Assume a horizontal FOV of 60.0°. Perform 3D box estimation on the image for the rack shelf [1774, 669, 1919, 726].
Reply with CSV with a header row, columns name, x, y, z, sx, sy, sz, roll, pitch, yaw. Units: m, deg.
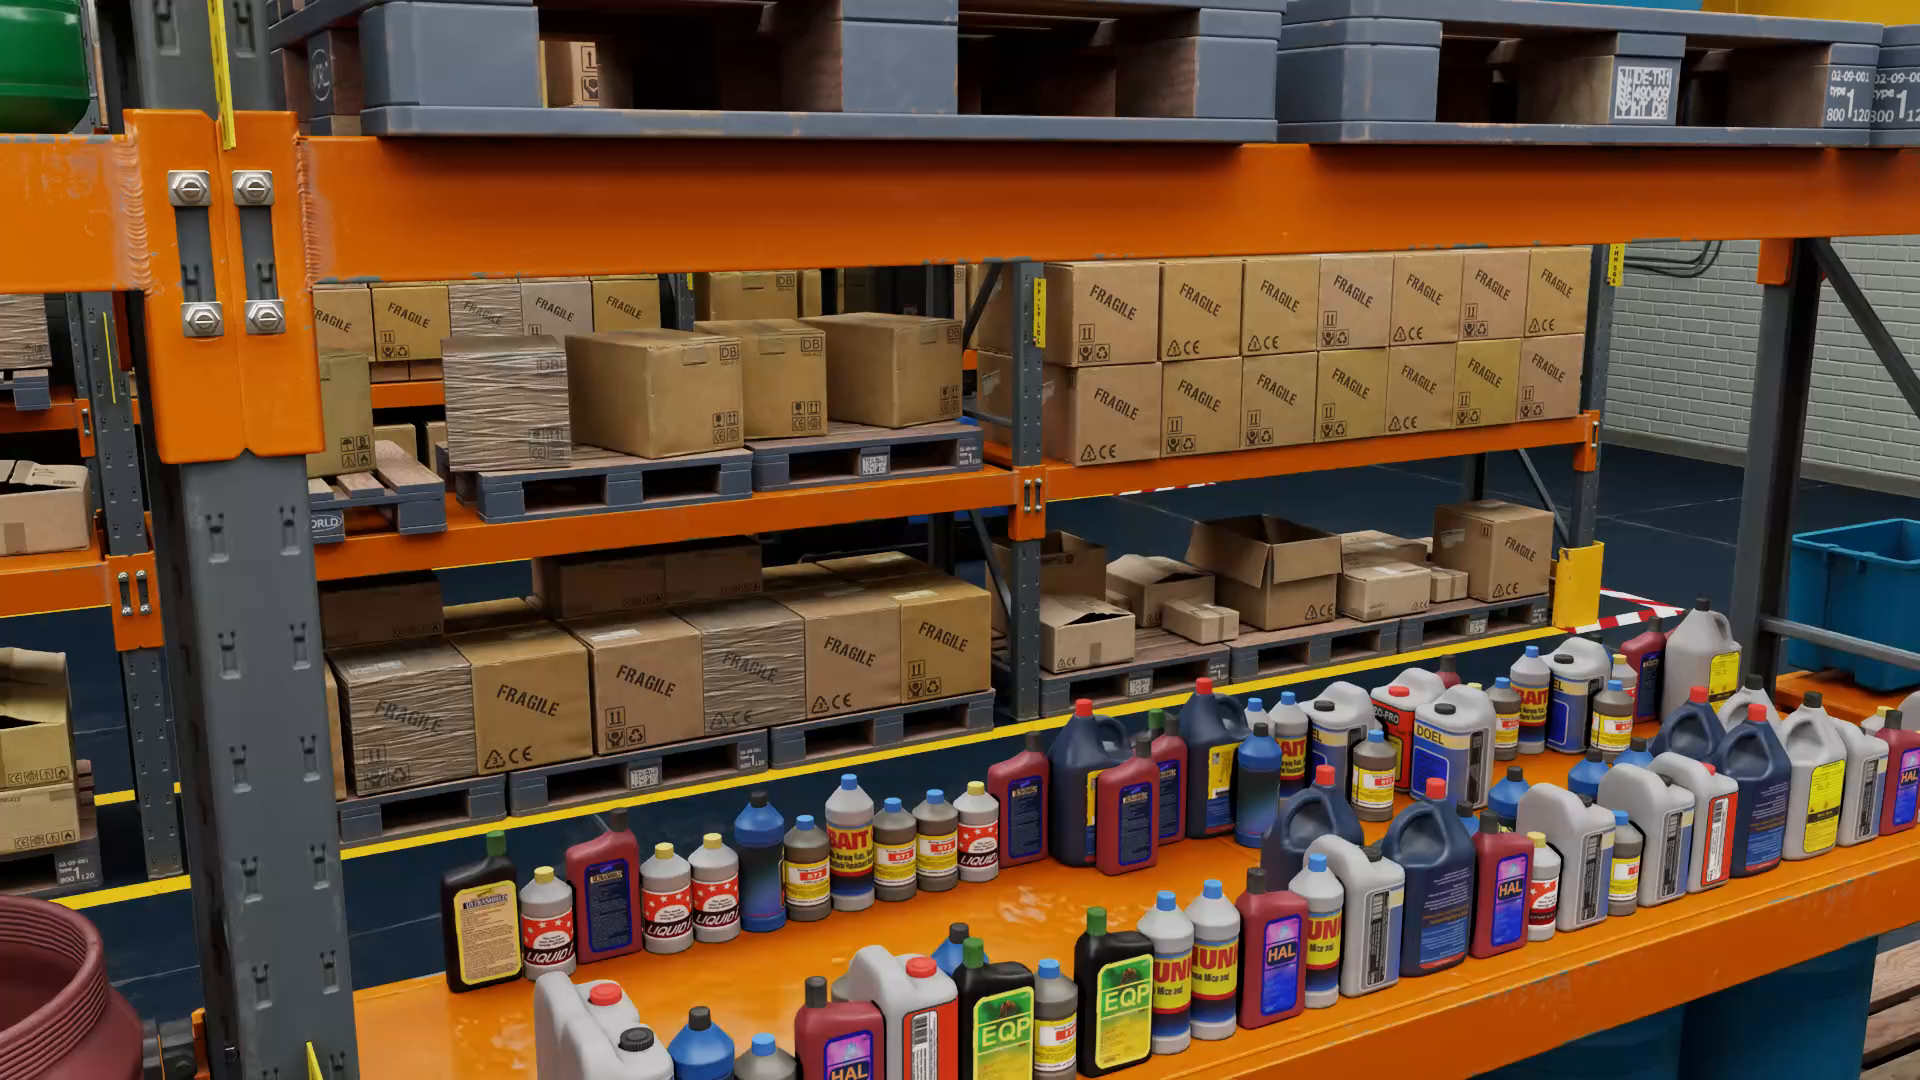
name,x,y,z,sx,sy,sz,roll,pitch,yaw
rack shelf,4.239,0.463,5.357,4.000,0.370,1.077,-7,14,-28

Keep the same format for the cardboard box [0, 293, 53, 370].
name,x,y,z,sx,sy,sz,roll,pitch,yaw
cardboard box,-6.182,-1.378,10.669,0.500,0.500,0.700,-9,15,-34

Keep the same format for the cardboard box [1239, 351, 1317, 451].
name,x,y,z,sx,sy,sz,roll,pitch,yaw
cardboard box,1.579,-0.789,9.055,0.500,0.500,0.500,-7,14,-28

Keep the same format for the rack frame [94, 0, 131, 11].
name,x,y,z,sx,sy,sz,roll,pitch,yaw
rack frame,-1.028,-2.183,1.815,0.127,3.000,1.000,-7,14,-28

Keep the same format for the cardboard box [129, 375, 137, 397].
name,x,y,z,sx,sy,sz,roll,pitch,yaw
cardboard box,-5.375,-1.043,10.938,0.250,0.149,0.380,-7,14,-29

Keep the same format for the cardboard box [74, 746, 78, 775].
name,x,y,z,sx,sy,sz,roll,pitch,yaw
cardboard box,-3.998,0.924,6.979,0.500,0.250,0.500,-7,14,-28

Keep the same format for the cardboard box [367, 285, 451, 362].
name,x,y,z,sx,sy,sz,roll,pitch,yaw
cardboard box,-3.872,-1.533,11.637,0.500,0.500,0.500,-6,14,-26

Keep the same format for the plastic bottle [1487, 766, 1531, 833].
name,x,y,z,sx,sy,sz,roll,pitch,yaw
plastic bottle,1.131,0.597,3.417,0.097,0.271,0.097,0,13,0

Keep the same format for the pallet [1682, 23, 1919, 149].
name,x,y,z,sx,sy,sz,roll,pitch,yaw
pallet,1.842,-0.947,3.585,1.003,0.211,1.213,-7,14,-28

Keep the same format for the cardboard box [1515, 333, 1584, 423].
name,x,y,z,sx,sy,sz,roll,pitch,yaw
cardboard box,3.361,-1.002,10.003,0.500,0.500,0.500,-6,14,-26

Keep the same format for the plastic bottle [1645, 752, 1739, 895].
name,x,y,z,sx,sy,sz,roll,pitch,yaw
plastic bottle,1.529,0.578,3.489,0.135,0.276,0.152,-7,14,-28

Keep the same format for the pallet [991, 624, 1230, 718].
name,x,y,z,sx,sy,sz,roll,pitch,yaw
pallet,0.716,0.656,9.213,1.213,0.211,1.003,-7,14,-28

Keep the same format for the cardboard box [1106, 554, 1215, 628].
name,x,y,z,sx,sy,sz,roll,pitch,yaw
cardboard box,1.136,0.271,9.693,0.500,0.311,0.500,-7,14,-28

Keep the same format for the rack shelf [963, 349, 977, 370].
name,x,y,z,sx,sy,sz,roll,pitch,yaw
rack shelf,-0.508,-1.446,13.841,4.000,0.370,1.077,-7,14,-28

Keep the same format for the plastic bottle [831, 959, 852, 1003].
name,x,y,z,sx,sy,sz,roll,pitch,yaw
plastic bottle,-0.163,0.786,2.735,0.097,0.201,0.097,0,13,0

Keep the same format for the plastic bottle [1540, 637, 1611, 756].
name,x,y,z,sx,sy,sz,roll,pitch,yaw
plastic bottle,1.573,0.397,4.296,0.135,0.276,0.152,-7,14,-28

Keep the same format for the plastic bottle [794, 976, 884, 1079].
name,x,y,z,sx,sy,sz,roll,pitch,yaw
plastic bottle,-0.183,0.791,2.526,0.133,0.283,0.061,-7,14,-28

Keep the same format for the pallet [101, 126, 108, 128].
name,x,y,z,sx,sy,sz,roll,pitch,yaw
pallet,-5.235,-2.615,10.995,1.003,0.211,1.213,-6,14,-25

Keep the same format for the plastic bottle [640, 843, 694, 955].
name,x,y,z,sx,sy,sz,roll,pitch,yaw
plastic bottle,-0.565,0.683,3.196,0.097,0.201,0.097,0,13,0

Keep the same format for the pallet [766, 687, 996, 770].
name,x,y,z,sx,sy,sz,roll,pitch,yaw
pallet,-0.583,0.821,8.480,1.213,0.211,1.003,-7,14,-28

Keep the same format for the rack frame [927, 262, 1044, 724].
name,x,y,z,sx,sy,sz,roll,pitch,yaw
rack frame,0.113,-0.632,8.587,0.127,3.000,1.000,-7,14,-28

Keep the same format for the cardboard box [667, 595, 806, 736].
name,x,y,z,sx,sy,sz,roll,pitch,yaw
cardboard box,-1.061,0.583,7.879,0.500,0.500,0.500,-7,14,-27

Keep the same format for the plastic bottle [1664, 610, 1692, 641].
name,x,y,z,sx,sy,sz,roll,pitch,yaw
plastic bottle,1.957,0.336,4.550,0.133,0.283,0.061,-7,14,-28

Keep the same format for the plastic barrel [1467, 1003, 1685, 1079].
name,x,y,z,sx,sy,sz,roll,pitch,yaw
plastic barrel,1.376,1.270,3.957,0.708,0.901,0.600,-7,14,-28

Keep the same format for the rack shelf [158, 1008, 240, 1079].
name,x,y,z,sx,sy,sz,roll,pitch,yaw
rack shelf,-2.783,1.305,1.618,4.000,0.370,1.077,-7,14,-28

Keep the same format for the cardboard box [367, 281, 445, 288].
name,x,y,z,sx,sy,sz,roll,pitch,yaw
cardboard box,-3.899,-1.898,11.553,0.500,0.250,0.500,-7,15,-29

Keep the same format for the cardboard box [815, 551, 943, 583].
name,x,y,z,sx,sy,sz,roll,pitch,yaw
cardboard box,-0.428,0.377,8.795,0.500,0.500,0.500,-8,15,-30

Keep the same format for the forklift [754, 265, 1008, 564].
name,x,y,z,sx,sy,sz,roll,pitch,yaw
forklift,-0.981,-1.305,11.730,3.031,2.935,1.130,-6,14,-24

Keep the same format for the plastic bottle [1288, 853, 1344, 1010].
name,x,y,z,sx,sy,sz,roll,pitch,yaw
plastic bottle,0.636,0.695,2.984,0.097,0.271,0.097,0,13,0

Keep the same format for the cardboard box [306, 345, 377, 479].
name,x,y,z,sx,sy,sz,roll,pitch,yaw
cardboard box,-2.899,-0.553,7.051,0.700,0.500,0.500,11,17,41

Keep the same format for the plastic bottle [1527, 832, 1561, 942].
name,x,y,z,sx,sy,sz,roll,pitch,yaw
plastic bottle,1.118,0.671,3.249,0.097,0.201,0.097,0,13,0

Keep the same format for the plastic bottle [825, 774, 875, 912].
name,x,y,z,sx,sy,sz,roll,pitch,yaw
plastic bottle,-0.223,0.608,3.370,0.097,0.271,0.097,0,13,0

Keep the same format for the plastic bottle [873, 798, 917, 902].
name,x,y,z,sx,sy,sz,roll,pitch,yaw
plastic bottle,-0.137,0.632,3.423,0.097,0.201,0.097,0,13,0

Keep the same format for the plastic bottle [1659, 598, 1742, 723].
name,x,y,z,sx,sy,sz,roll,pitch,yaw
plastic bottle,1.983,0.326,4.443,0.185,0.351,0.144,-7,14,-28

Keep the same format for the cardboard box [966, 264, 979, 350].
name,x,y,z,sx,sy,sz,roll,pitch,yaw
cardboard box,0.171,-2.019,14.067,0.700,0.700,0.980,-7,14,-28

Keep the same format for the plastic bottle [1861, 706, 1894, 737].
name,x,y,z,sx,sy,sz,roll,pitch,yaw
plastic bottle,2.216,0.501,4.002,0.097,0.201,0.097,0,13,0

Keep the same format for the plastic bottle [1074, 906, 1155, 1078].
name,x,y,z,sx,sy,sz,roll,pitch,yaw
plastic bottle,0.255,0.739,2.759,0.133,0.283,0.061,-7,14,-28

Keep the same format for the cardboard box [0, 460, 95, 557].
name,x,y,z,sx,sy,sz,roll,pitch,yaw
cardboard box,-3.738,-0.138,6.594,0.500,0.311,0.500,-6,14,-24

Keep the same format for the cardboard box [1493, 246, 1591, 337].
name,x,y,z,sx,sy,sz,roll,pitch,yaw
cardboard box,3.365,-1.490,9.892,0.500,0.500,0.500,-7,14,-28

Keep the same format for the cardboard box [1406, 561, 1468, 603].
name,x,y,z,sx,sy,sz,roll,pitch,yaw
cardboard box,2.866,0.245,10.142,0.250,0.166,0.380,-7,14,-28

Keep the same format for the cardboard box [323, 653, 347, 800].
name,x,y,z,sx,sy,sz,roll,pitch,yaw
cardboard box,-2.861,0.801,6.911,0.500,0.500,0.500,-6,14,-25

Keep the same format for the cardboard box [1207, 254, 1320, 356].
name,x,y,z,sx,sy,sz,roll,pitch,yaw
cardboard box,1.566,-1.273,8.927,0.500,0.500,0.500,-7,15,-30

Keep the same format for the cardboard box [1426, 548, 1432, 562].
name,x,y,z,sx,sy,sz,roll,pitch,yaw
cardboard box,2.872,0.119,10.701,0.250,0.166,0.380,-7,14,-28

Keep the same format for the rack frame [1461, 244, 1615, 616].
name,x,y,z,sx,sy,sz,roll,pitch,yaw
rack frame,3.624,-1.053,10.456,0.127,3.000,1.000,-7,14,-28

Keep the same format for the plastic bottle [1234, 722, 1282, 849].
name,x,y,z,sx,sy,sz,roll,pitch,yaw
plastic bottle,0.661,0.538,3.681,0.097,0.271,0.097,0,13,0

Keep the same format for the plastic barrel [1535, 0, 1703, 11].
name,x,y,z,sx,sy,sz,roll,pitch,yaw
plastic barrel,1.058,-1.381,2.984,0.708,0.901,0.600,-7,14,-28

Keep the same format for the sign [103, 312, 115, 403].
name,x,y,z,sx,sy,sz,roll,pitch,yaw
sign,-3.129,-0.670,6.116,0.005,0.325,0.100,-7,14,-28

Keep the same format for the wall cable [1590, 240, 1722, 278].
name,x,y,z,sx,sy,sz,roll,pitch,yaw
wall cable,6.383,-3.945,16.717,0.112,2.526,3.097,-7,14,-28

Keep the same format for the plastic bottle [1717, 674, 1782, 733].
name,x,y,z,sx,sy,sz,roll,pitch,yaw
plastic bottle,1.764,0.479,3.762,0.185,0.351,0.144,-7,14,-28

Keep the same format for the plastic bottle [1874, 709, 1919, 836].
name,x,y,z,sx,sy,sz,roll,pitch,yaw
plastic bottle,2.111,0.517,3.748,0.133,0.283,0.061,-7,14,-28

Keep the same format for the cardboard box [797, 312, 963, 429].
name,x,y,z,sx,sy,sz,roll,pitch,yaw
cardboard box,-0.410,-0.879,8.500,0.700,0.500,0.500,11,17,41

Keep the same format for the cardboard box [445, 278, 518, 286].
name,x,y,z,sx,sy,sz,roll,pitch,yaw
cardboard box,-3.452,-1.952,11.792,0.500,0.250,0.500,-7,14,-27

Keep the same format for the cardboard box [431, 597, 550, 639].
name,x,y,z,sx,sy,sz,roll,pitch,yaw
cardboard box,-2.235,0.595,7.823,0.500,0.500,0.500,-7,15,-30

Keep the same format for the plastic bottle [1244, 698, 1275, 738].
name,x,y,z,sx,sy,sz,roll,pitch,yaw
plastic bottle,0.678,0.500,3.850,0.097,0.271,0.097,0,13,0
